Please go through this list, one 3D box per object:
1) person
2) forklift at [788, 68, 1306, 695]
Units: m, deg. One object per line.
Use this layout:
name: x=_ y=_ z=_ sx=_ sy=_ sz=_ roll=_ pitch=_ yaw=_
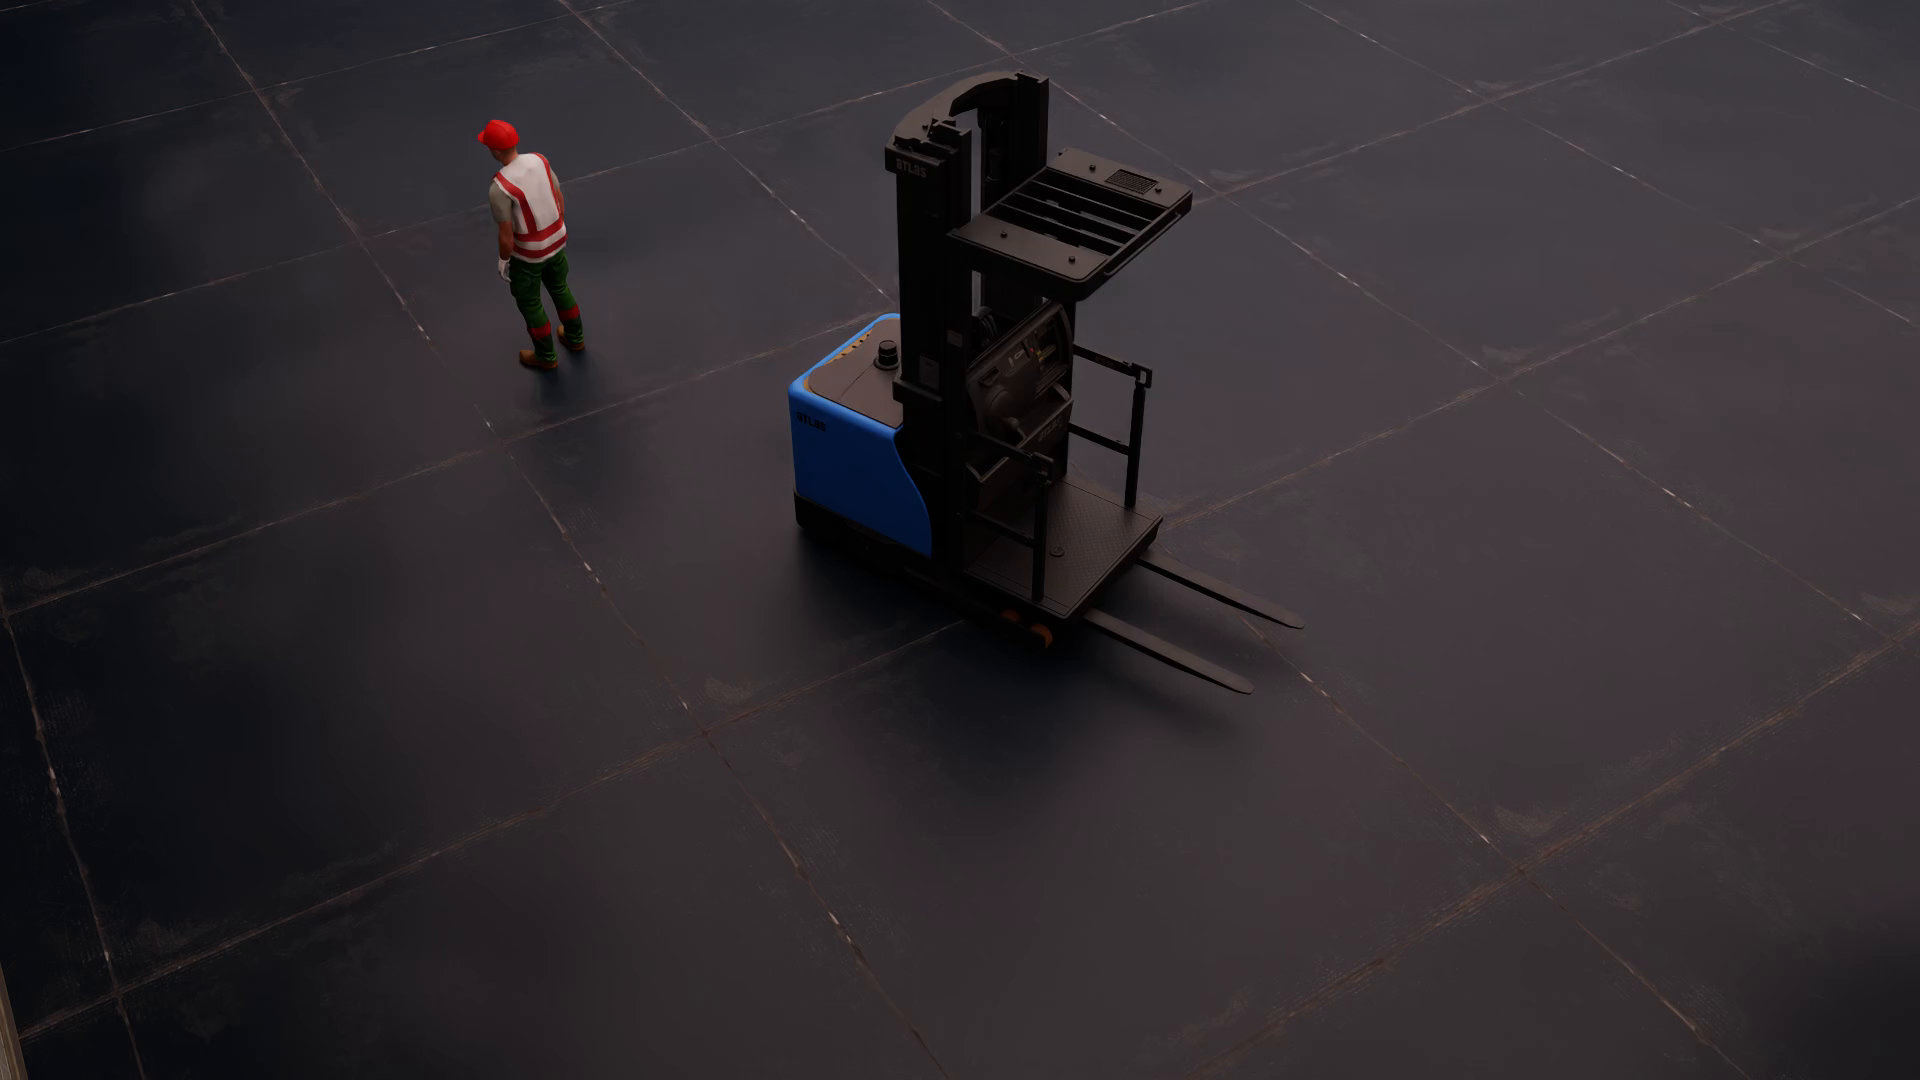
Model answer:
person: x=-2.828 y=-1.944 z=10.975 sx=0.451 sy=1.778 sz=0.611 roll=23 pitch=46 yaw=24
forklift: x=0.496 y=-0.872 z=8.869 sx=3.031 sy=2.935 sz=1.130 roll=25 pitch=47 yaw=26
